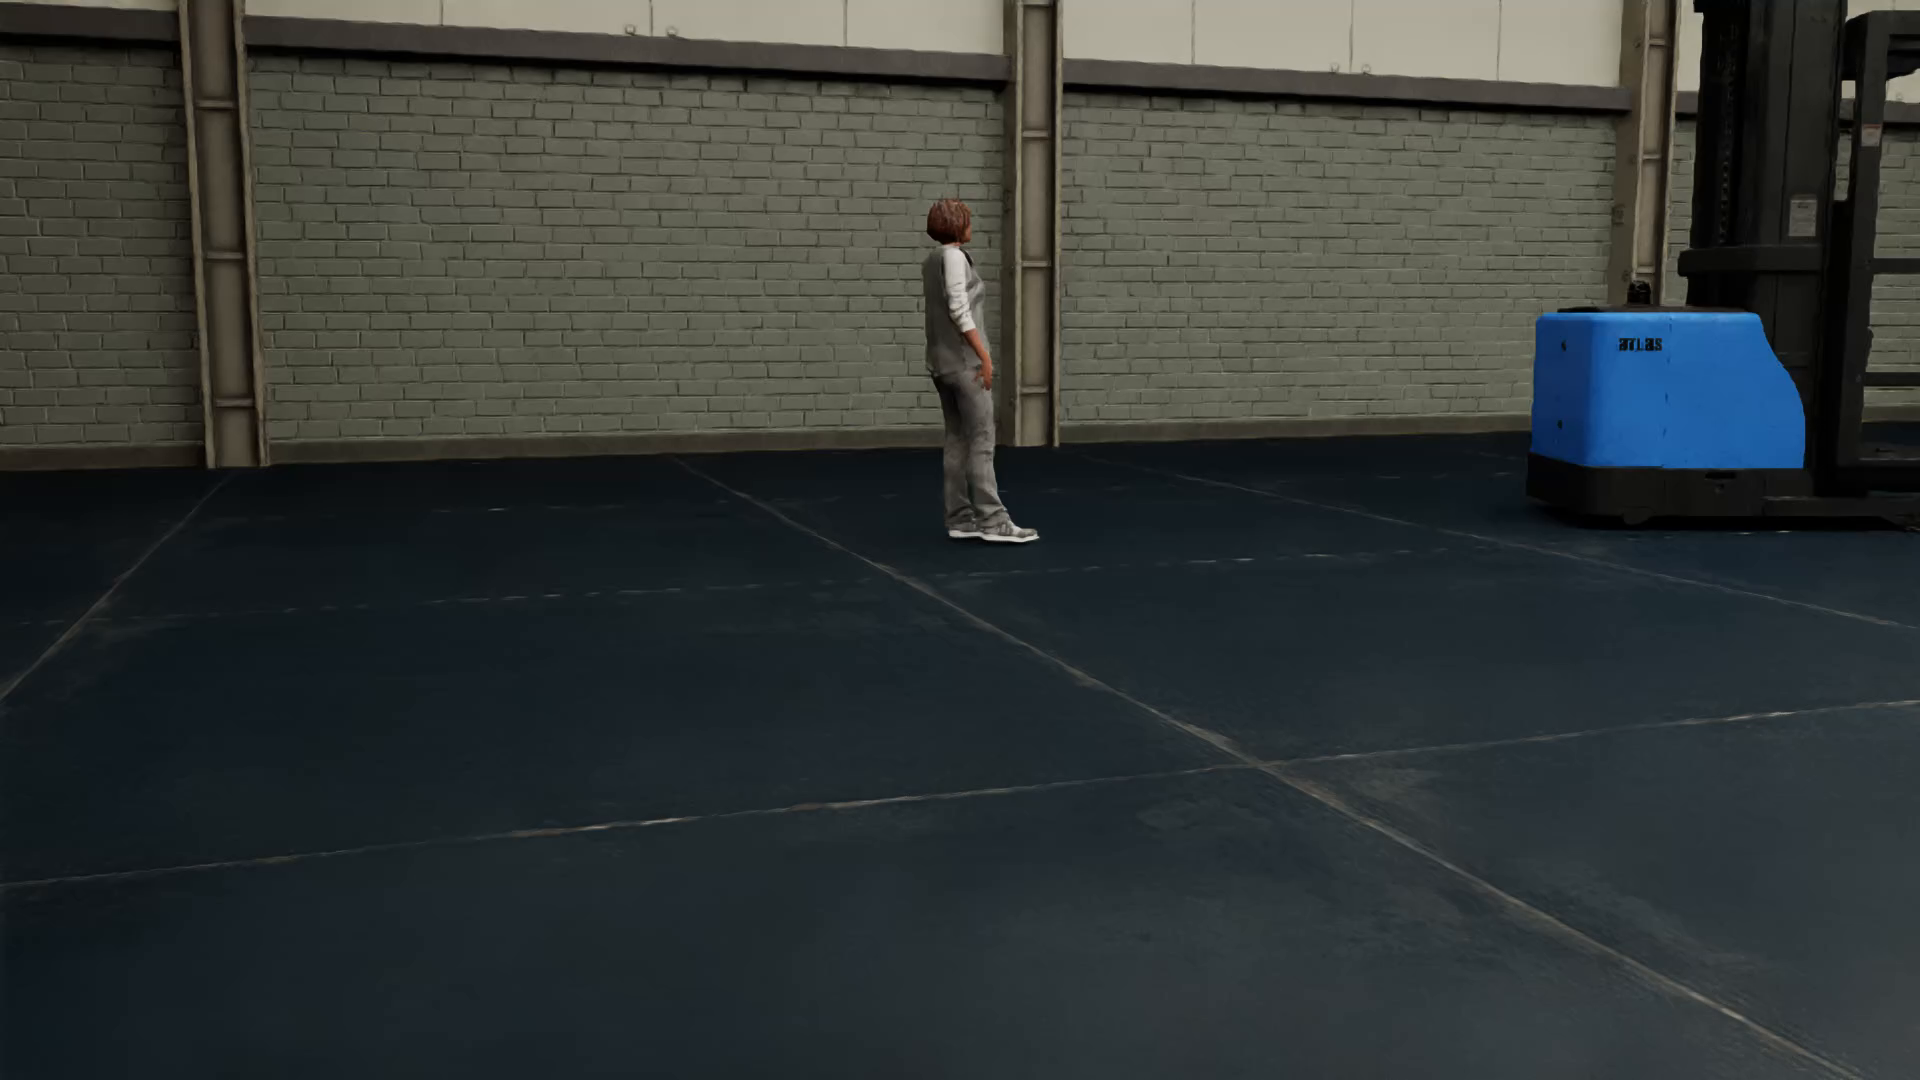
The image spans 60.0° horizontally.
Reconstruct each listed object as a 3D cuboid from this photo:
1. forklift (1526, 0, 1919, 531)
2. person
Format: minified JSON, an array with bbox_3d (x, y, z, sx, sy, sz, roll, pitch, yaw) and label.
[{"bbox_3d":[4.643,-1.568,8.574,3.031,2.935,1.130,0,8,1],"label":"forklift"},{"bbox_3d":[0.075,-0.800,7.826,0.474,1.597,0.521,-3,8,-18],"label":"person"}]
